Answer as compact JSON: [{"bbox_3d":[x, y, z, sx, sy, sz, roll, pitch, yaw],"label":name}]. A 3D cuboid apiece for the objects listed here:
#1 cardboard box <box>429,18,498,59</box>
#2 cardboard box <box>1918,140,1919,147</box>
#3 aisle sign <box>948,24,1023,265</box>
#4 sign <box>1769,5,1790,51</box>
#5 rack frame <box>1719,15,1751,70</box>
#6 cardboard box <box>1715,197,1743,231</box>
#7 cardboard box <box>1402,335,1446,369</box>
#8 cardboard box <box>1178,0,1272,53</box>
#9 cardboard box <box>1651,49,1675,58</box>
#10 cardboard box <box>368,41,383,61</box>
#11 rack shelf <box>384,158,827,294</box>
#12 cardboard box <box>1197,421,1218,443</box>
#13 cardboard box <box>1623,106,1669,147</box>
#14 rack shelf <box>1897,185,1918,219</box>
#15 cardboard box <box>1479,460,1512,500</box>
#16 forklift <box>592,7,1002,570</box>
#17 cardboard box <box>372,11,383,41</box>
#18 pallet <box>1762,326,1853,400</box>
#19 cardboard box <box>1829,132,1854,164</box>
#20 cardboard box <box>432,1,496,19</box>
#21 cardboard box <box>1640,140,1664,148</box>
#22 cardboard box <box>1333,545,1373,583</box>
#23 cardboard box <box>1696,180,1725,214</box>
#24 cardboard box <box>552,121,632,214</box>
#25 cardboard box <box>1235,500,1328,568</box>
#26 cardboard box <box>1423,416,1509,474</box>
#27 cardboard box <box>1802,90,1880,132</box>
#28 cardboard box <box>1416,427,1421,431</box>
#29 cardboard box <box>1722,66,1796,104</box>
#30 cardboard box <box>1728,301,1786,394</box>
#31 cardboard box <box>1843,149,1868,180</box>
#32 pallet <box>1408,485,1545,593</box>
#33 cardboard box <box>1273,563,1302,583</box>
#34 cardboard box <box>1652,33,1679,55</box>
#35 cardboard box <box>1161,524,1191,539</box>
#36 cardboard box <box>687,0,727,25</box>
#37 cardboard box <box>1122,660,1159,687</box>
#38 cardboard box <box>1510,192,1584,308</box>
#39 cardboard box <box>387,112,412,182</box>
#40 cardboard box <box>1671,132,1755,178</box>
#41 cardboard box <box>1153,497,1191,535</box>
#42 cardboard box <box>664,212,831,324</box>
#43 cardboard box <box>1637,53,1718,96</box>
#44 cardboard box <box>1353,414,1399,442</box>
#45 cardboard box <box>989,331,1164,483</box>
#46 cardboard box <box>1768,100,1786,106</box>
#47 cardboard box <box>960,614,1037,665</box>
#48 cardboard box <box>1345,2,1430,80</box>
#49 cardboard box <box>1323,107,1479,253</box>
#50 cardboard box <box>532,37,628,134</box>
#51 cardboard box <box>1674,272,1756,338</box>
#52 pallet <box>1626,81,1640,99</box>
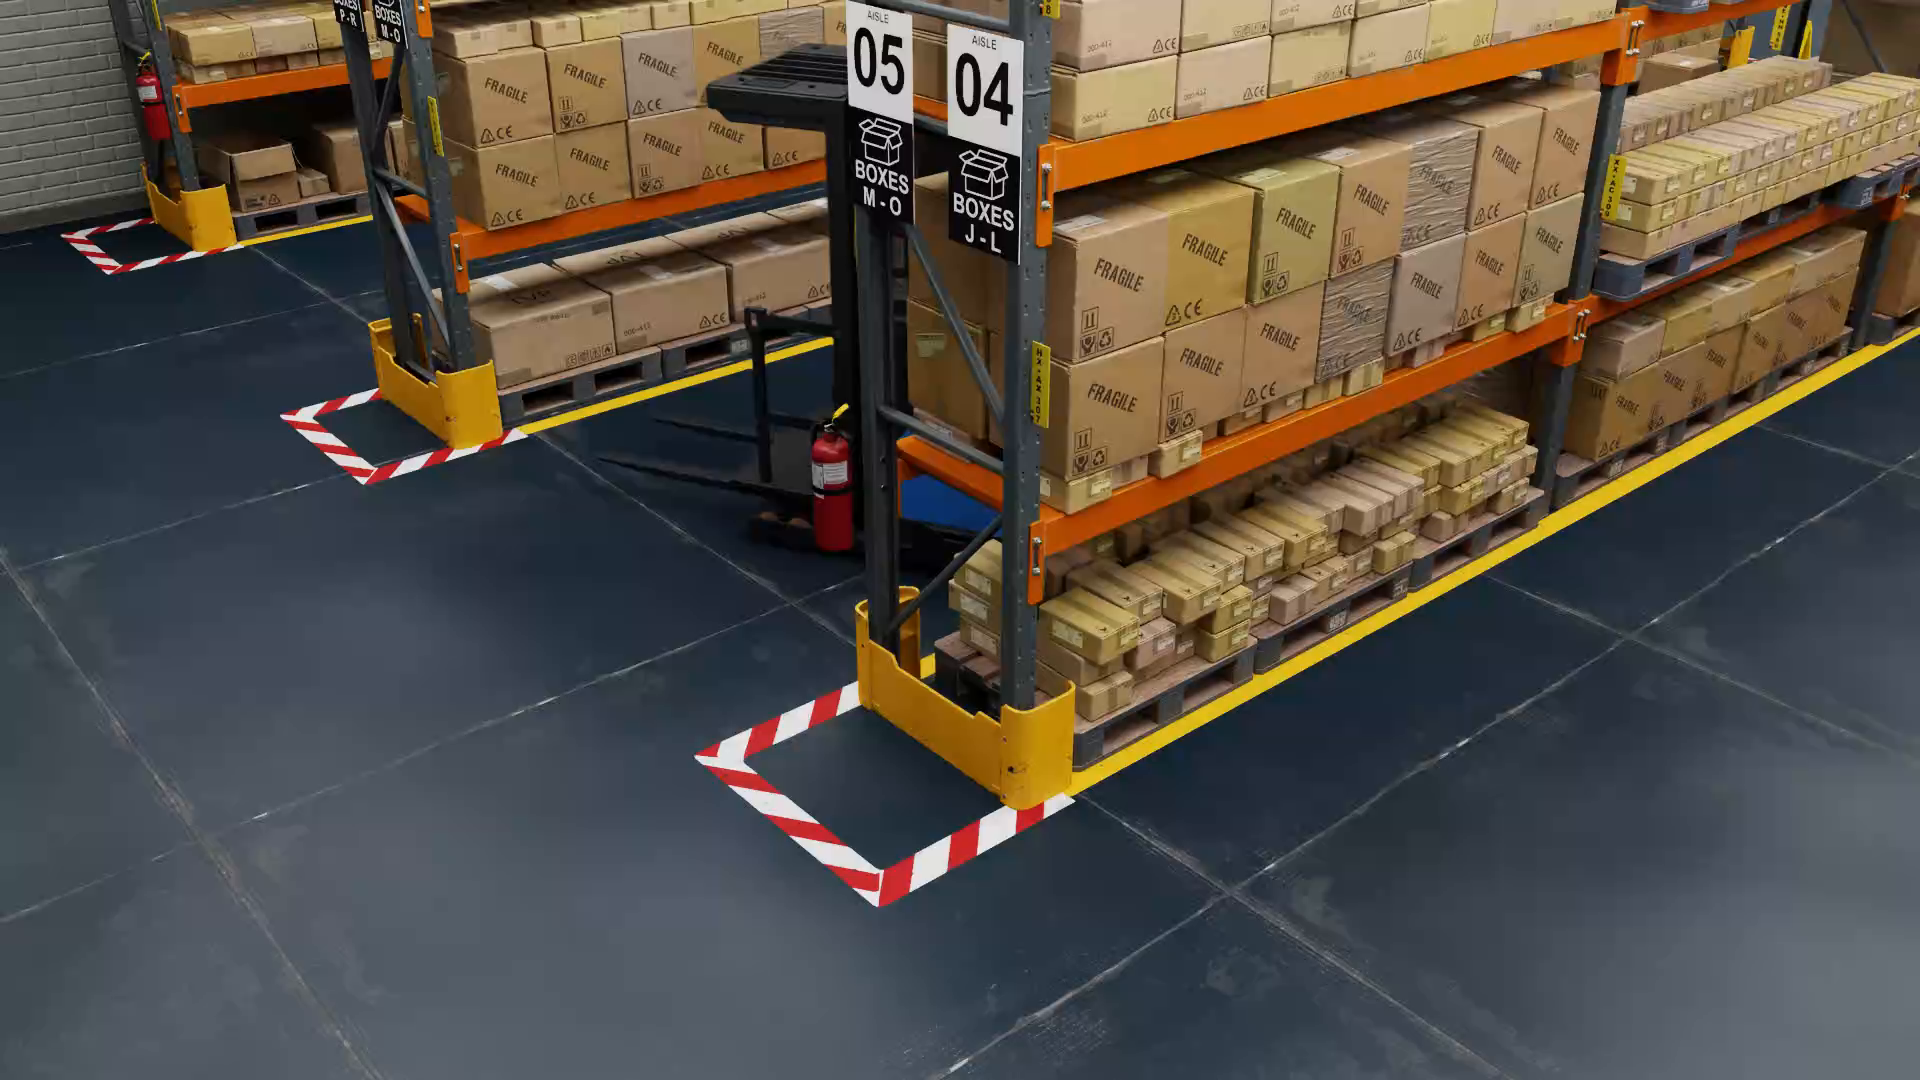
[{"bbox_3d":[-2.894,-2.919,9.675,0.250,0.149,0.380,-21,35,-34],"label":"cardboard box"},{"bbox_3d":[6.549,-2.927,11.438,0.500,0.500,0.500,-21,35,-34],"label":"cardboard box"},{"bbox_3d":[0.085,-1.411,5.951,0.004,0.787,0.394,-22,35,-35],"label":"aisle sign"},{"bbox_3d":[5.670,-3.551,11.483,0.005,0.325,0.100,-22,35,-35],"label":"sign"},{"bbox_3d":[8.829,-7.033,19.229,0.127,3.000,1.000,-22,35,-35],"label":"rack frame"},{"bbox_3d":[4.179,-1.887,9.419,0.250,0.149,0.380,-21,35,-34],"label":"cardboard box"},{"bbox_3d":[2.157,-0.994,8.195,0.250,0.149,0.380,-24,36,-37],"label":"cardboard box"},{"bbox_3d":[0.845,-2.073,6.393,0.500,0.250,0.500,-22,35,-35],"label":"cardboard box"},{"bbox_3d":[7.595,-5.344,18.540,0.500,0.250,0.500,-23,36,-37],"label":"cardboard box"},{"bbox_3d":[-5.127,-4.185,14.165,0.250,0.149,0.380,-23,36,-36],"label":"cardboard box"},{"bbox_3d":[-1.822,-2.433,11.384,4.000,0.370,1.077,-22,35,-35],"label":"rack shelf"},{"bbox_3d":[0.920,-0.550,7.363,0.250,0.149,0.380,-20,34,-33],"label":"cardboard box"},{"bbox_3d":[3.959,-2.463,9.867,0.250,0.149,0.380,-23,36,-36],"label":"cardboard box"},{"bbox_3d":[7.554,-3.137,12.700,4.000,0.370,1.077,-22,35,-35],"label":"rack shelf"},{"bbox_3d":[2.758,-0.380,9.042,0.250,0.149,0.380,-24,36,-37],"label":"cardboard box"},{"bbox_3d":[-0.624,-1.462,8.876,3.031,2.935,1.130,11,30,20],"label":"forklift"},{"bbox_3d":[-4.906,-4.499,14.330,0.500,0.250,0.500,-23,36,-36],"label":"cardboard box"},{"bbox_3d":[5.437,-1.374,11.597,1.213,0.211,1.003,-22,35,-35],"label":"pallet"},{"bbox_3d":[5.170,-2.418,10.097,0.250,0.149,0.380,-22,35,-35],"label":"cardboard box"},{"bbox_3d":[-3.023,-3.178,10.159,0.250,0.149,0.380,-21,35,-34],"label":"cardboard box"},{"bbox_3d":[3.958,-2.337,9.946,0.250,0.149,0.380,-24,36,-37],"label":"cardboard box"},{"bbox_3d":[1.883,0.068,8.519,0.250,0.149,0.380,-21,35,-34],"label":"cardboard box"},{"bbox_3d":[3.979,-1.939,9.201,0.250,0.149,0.380,-21,35,-34],"label":"cardboard box"},{"bbox_3d":[-2.425,-2.392,10.436,0.500,0.500,0.500,-22,35,-36],"label":"cardboard box"},{"bbox_3d":[1.554,-0.033,8.078,0.250,0.149,0.380,-21,35,-34],"label":"cardboard box"},{"bbox_3d":[2.719,-0.514,8.978,0.250,0.149,0.380,-21,35,-34],"label":"cardboard box"},{"bbox_3d":[5.364,-2.625,10.170,0.250,0.149,0.380,-21,34,-33],"label":"cardboard box"},{"bbox_3d":[2.506,-0.681,9.606,0.250,0.149,0.380,-20,34,-33],"label":"cardboard box"},{"bbox_3d":[5.163,-2.950,10.778,0.250,0.149,0.380,-22,35,-35],"label":"cardboard box"},{"bbox_3d":[4.912,-1.305,10.716,0.500,0.500,0.500,-24,36,-37],"label":"cardboard box"},{"bbox_3d":[5.378,-2.372,10.327,0.250,0.149,0.380,-22,35,-36],"label":"cardboard box"},{"bbox_3d":[2.501,-0.171,9.345,1.213,0.211,1.003,-22,35,-35],"label":"pallet"},{"bbox_3d":[1.471,0.055,8.228,0.250,0.149,0.380,-20,34,-32],"label":"cardboard box"},{"bbox_3d":[7.605,-5.685,18.382,0.500,0.500,0.500,-23,36,-36],"label":"cardboard box"},{"bbox_3d":[0.942,-0.040,8.406,0.250,0.149,0.380,-21,35,-34],"label":"cardboard box"},{"bbox_3d":[-1.686,-3.379,10.534,0.250,0.149,0.380,-23,36,-36],"label":"cardboard box"},{"bbox_3d":[0.699,0.522,7.669,0.250,0.149,0.380,-22,35,-35],"label":"cardboard box"},{"bbox_3d":[2.805,-1.545,8.536,0.500,0.500,0.500,-22,35,-35],"label":"cardboard box"},{"bbox_3d":[-4.898,-3.527,14.873,0.500,0.500,0.500,-21,35,-34],"label":"cardboard box"},{"bbox_3d":[4.184,-2.151,9.283,0.250,0.149,0.380,-22,35,-36],"label":"cardboard box"},{"bbox_3d":[0.934,-0.178,8.348,0.250,0.149,0.380,-20,34,-33],"label":"cardboard box"},{"bbox_3d":[-1.528,-1.990,12.064,0.875,0.438,0.875,-23,36,-36],"label":"cardboard box"},{"bbox_3d":[6.964,-4.412,16.172,0.500,0.500,0.500,-22,35,-35],"label":"cardboard box"},{"bbox_3d":[2.184,-0.620,9.175,0.250,0.149,0.380,-22,35,-36],"label":"cardboard box"},{"bbox_3d":[0.467,-0.608,6.784,0.500,0.500,0.500,-20,34,-33],"label":"cardboard box"},{"bbox_3d":[5.128,-2.805,10.822,0.250,0.149,0.380,-23,36,-36],"label":"cardboard box"},{"bbox_3d":[0.211,0.442,7.820,0.250,0.149,0.380,-21,35,-34],"label":"cardboard box"},{"bbox_3d":[1.640,-2.173,7.110,0.500,0.250,0.500,-22,35,-35],"label":"cardboard box"},{"bbox_3d":[2.019,-1.682,7.733,0.500,0.500,0.500,-21,34,-34],"label":"cardboard box"},{"bbox_3d":[-2.405,-2.829,10.195,0.500,0.500,0.500,-23,36,-36],"label":"cardboard box"},{"bbox_3d":[4.517,-1.482,10.251,0.500,0.250,0.500,-20,34,-33],"label":"cardboard box"},{"bbox_3d":[7.202,-5.173,18.706,1.213,0.211,1.003,-22,35,-35],"label":"pallet"}]
